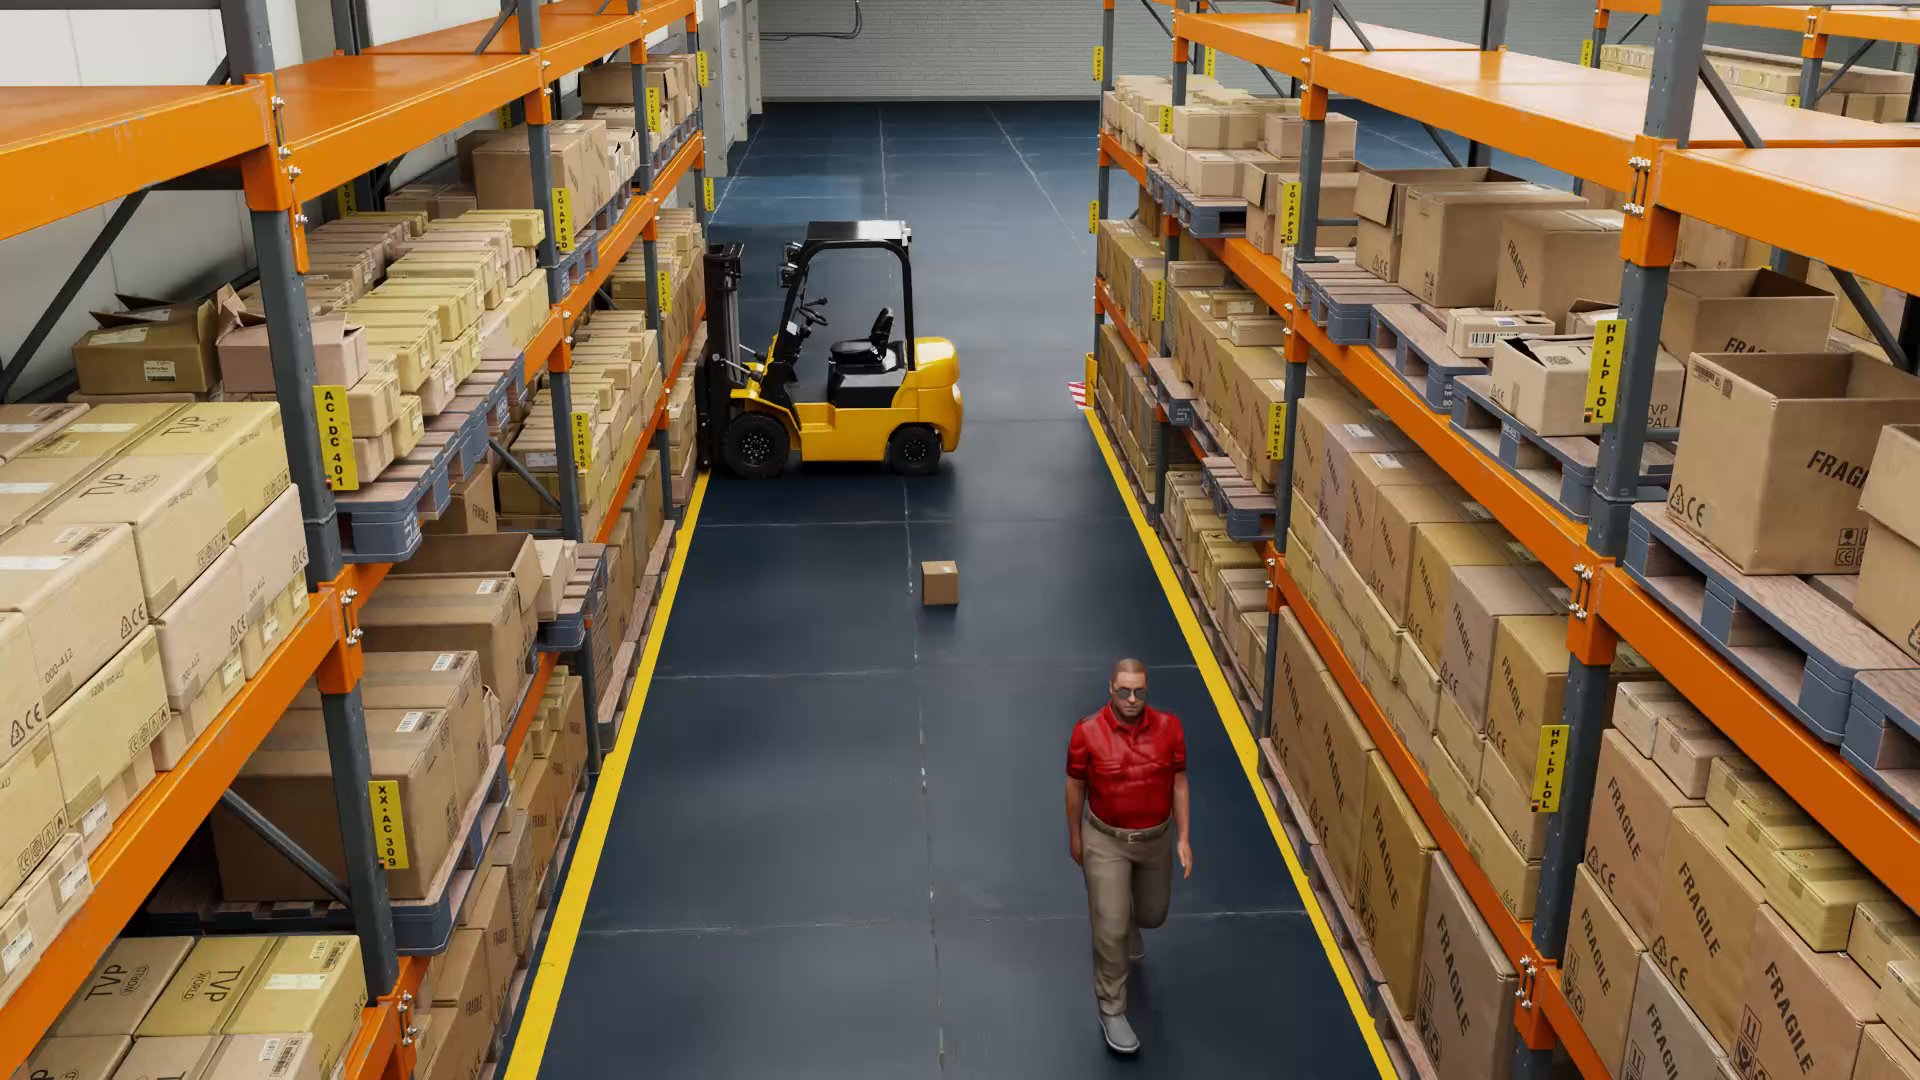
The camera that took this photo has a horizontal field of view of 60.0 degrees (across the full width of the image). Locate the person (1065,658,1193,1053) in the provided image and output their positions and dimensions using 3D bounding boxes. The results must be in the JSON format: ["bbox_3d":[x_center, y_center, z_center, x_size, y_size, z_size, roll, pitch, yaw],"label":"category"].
[{"bbox_3d":[0.756,1.333,7.472,0.538,1.685,0.901,-4,21,-11],"label":"person"}]
